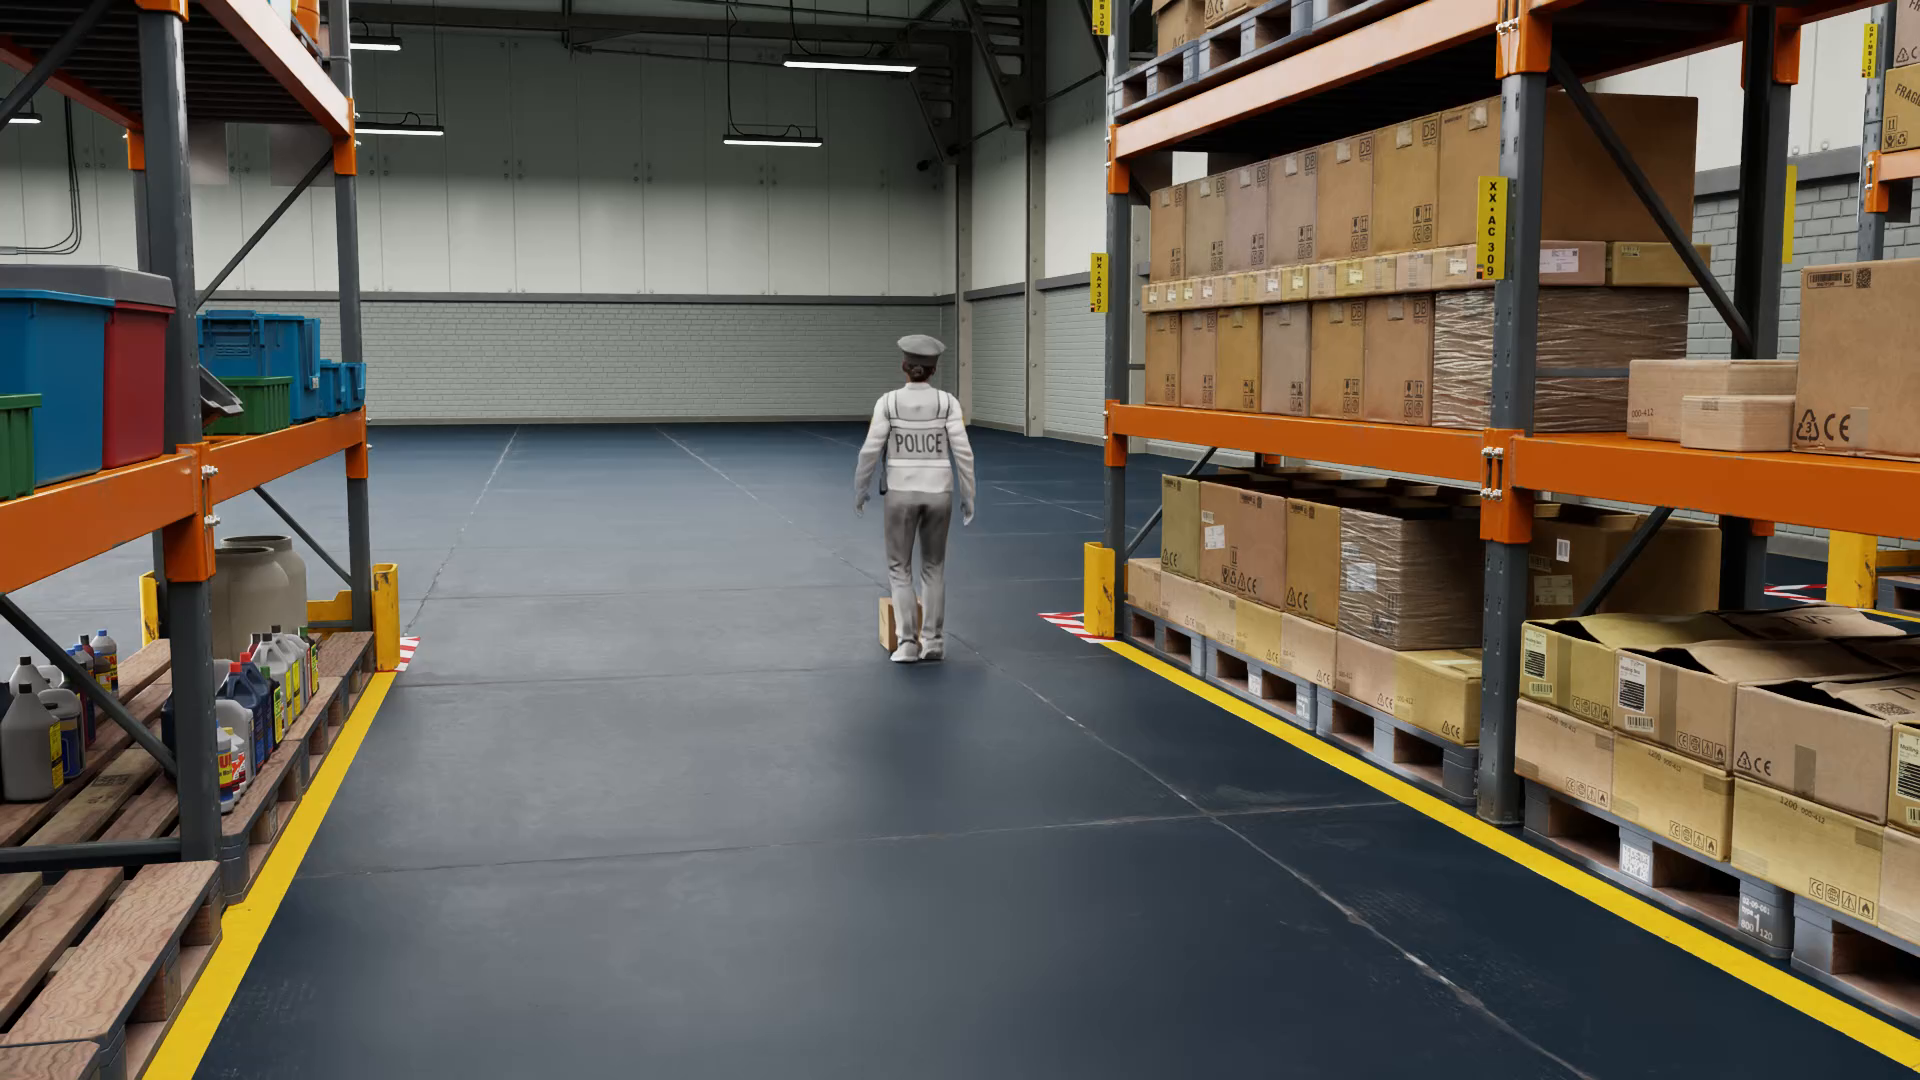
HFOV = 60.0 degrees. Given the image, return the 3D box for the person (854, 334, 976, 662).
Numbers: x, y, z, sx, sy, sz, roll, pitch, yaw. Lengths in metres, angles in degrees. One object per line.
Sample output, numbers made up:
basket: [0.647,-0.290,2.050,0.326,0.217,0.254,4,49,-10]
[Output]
person: [-0.231,-0.173,8.537,0.611,1.754,0.389,-1,6,-13]
